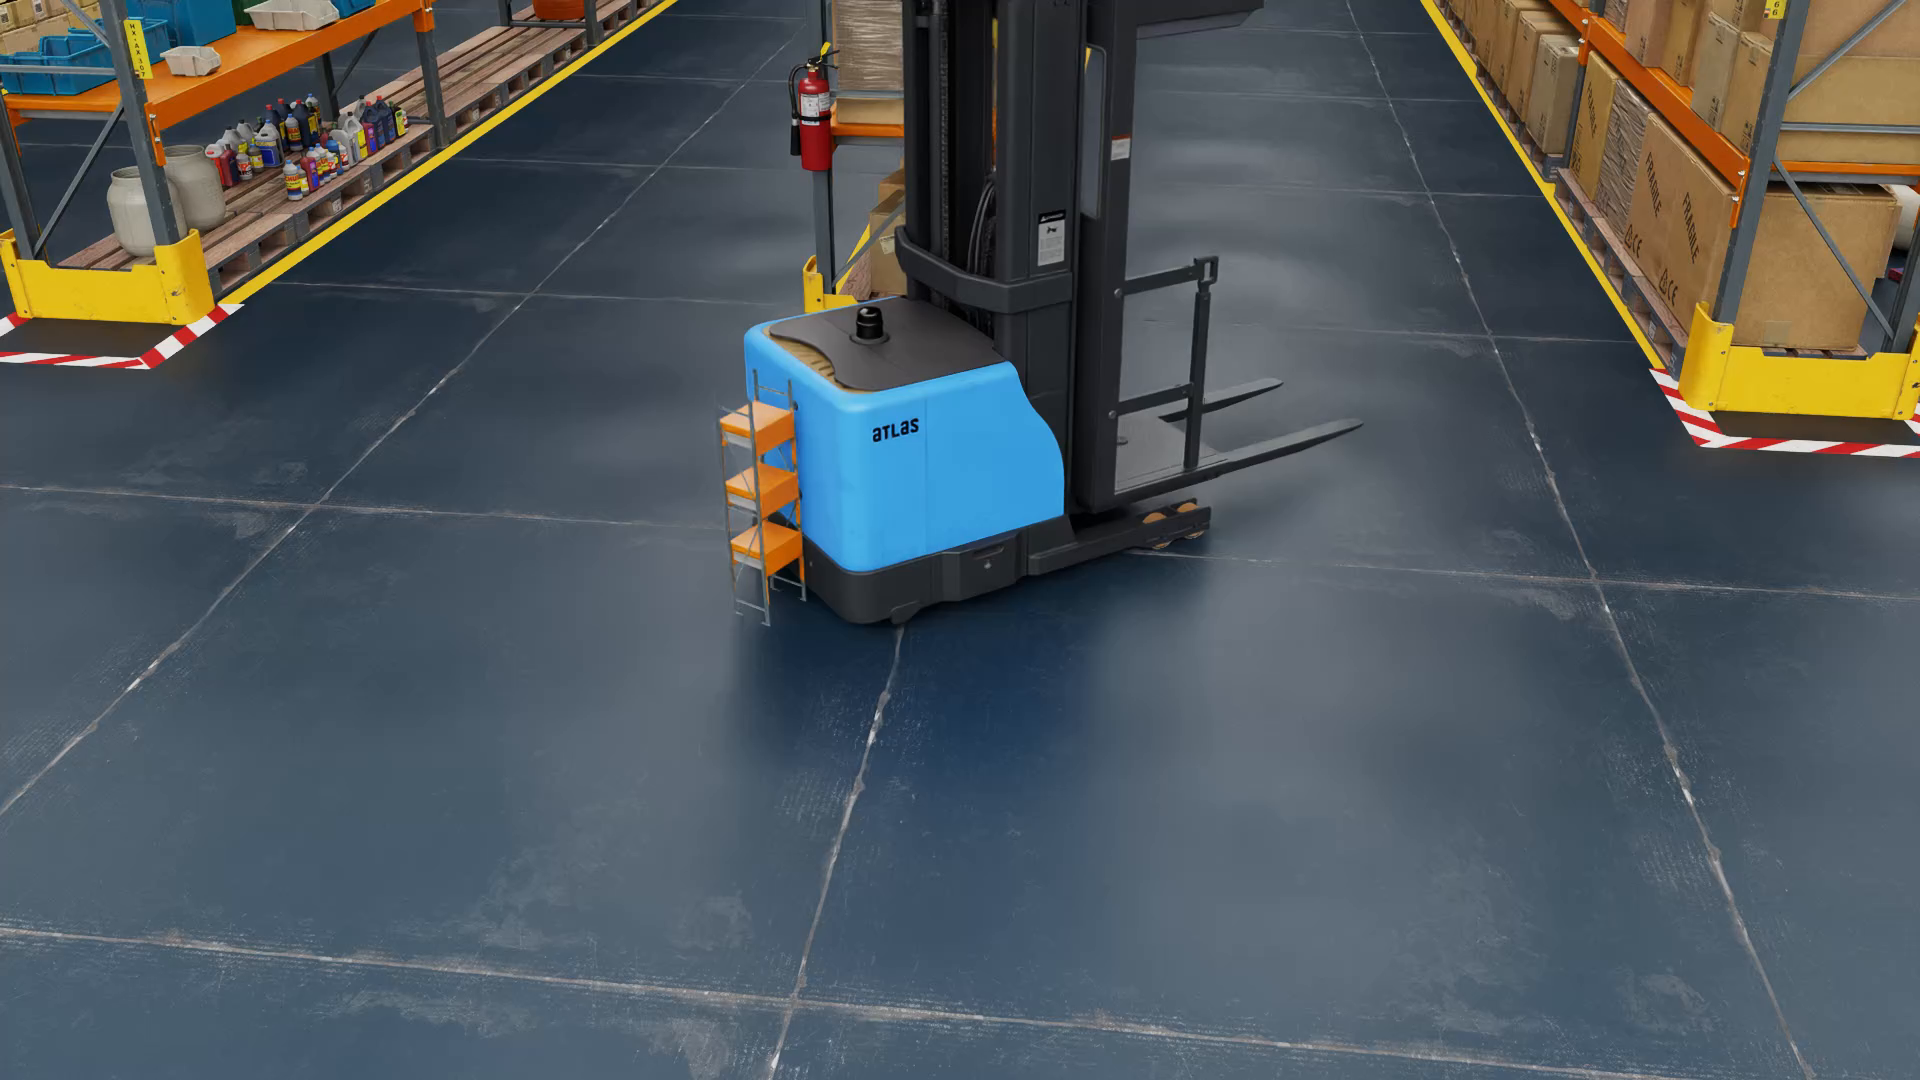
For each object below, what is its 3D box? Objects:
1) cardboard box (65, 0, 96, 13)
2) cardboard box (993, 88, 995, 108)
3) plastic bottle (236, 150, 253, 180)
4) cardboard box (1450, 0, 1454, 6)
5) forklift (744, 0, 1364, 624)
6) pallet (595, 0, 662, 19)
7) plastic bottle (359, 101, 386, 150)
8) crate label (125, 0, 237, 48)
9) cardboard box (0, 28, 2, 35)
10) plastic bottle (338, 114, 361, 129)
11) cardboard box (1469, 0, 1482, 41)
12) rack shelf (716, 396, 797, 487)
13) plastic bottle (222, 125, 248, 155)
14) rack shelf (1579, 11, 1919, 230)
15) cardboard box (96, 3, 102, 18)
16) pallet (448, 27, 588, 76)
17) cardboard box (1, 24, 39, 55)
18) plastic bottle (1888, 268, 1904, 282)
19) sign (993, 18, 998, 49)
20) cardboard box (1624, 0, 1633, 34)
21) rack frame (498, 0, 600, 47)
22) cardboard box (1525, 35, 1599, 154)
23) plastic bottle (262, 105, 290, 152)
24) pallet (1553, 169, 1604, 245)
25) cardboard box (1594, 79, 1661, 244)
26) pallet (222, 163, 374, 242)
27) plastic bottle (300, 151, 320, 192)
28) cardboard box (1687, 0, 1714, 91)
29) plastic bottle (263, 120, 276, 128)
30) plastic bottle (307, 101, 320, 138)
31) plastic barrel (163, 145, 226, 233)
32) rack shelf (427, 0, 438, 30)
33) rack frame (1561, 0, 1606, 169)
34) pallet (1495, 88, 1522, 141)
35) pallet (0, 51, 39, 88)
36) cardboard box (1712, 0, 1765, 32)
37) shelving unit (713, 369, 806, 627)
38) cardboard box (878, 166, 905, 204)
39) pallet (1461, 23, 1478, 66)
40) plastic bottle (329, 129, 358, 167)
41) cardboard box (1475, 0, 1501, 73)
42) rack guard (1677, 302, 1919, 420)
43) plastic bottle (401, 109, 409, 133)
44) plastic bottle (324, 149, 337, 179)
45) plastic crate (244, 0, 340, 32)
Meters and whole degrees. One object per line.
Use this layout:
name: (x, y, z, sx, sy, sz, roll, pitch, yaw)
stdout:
cardboard box: (-9.049, -5.483, 16.630, 0.500, 0.311, 0.500, 3, 28, 5)
cardboard box: (0.000, -2.551, 9.587, 0.380, 0.149, 0.250, 3, 28, 6)
plastic bottle: (-5.246, -2.748, 12.174, 0.097, 0.201, 0.097, 0, 28, 0)
cardboard box: (5.592, -5.993, 17.903, 0.500, 0.500, 0.500, 4, 29, 7)
forklift: (0.574, -1.444, 7.340, 3.031, 2.935, 1.130, -16, 32, -27)
pallet: (-4.049, -6.196, 19.029, 1.003, 0.211, 1.213, 3, 28, 6)
plastic bottle: (-4.563, -3.212, 12.879, 0.144, 0.351, 0.185, 2, 28, 4)
crate label: (-5.280, -3.610, 11.251, 0.502, 0.435, 0.616, 3, 28, 6)
cardboard box: (-9.236, -4.765, 15.297, 0.500, 0.311, 0.500, 2, 28, 5)
plastic bottle: (-4.713, -3.176, 12.891, 0.152, 0.276, 0.135, 3, 28, 6)
cardboard box: (5.391, -5.264, 16.550, 0.500, 0.500, 0.500, 3, 28, 6)
rack shelf: (-0.832, -0.405, 6.814, 0.215, 0.259, 0.240, 18, 34, 30)
plastic bottle: (-5.355, -2.890, 12.281, 0.144, 0.351, 0.185, 5, 29, 8)
rack shelf: (4.834, -2.713, 10.382, 1.077, 0.370, 4.000, 3, 28, 6)
cardboard box: (-8.994, -5.480, 17.216, 0.500, 0.250, 0.500, 4, 29, 7)
pallet: (-4.390, -4.888, 16.600, 1.003, 0.211, 1.213, 3, 28, 6)
cardboard box: (-9.179, -4.758, 15.876, 0.500, 0.250, 0.500, 4, 29, 7)
plastic bottle: (6.271, -1.748, 10.929, 0.283, 0.061, 0.133, -6, 29, -11)
sign: (0.217, -2.774, 8.824, 0.100, 0.325, 0.005, 3, 28, 6)
cardboard box: (5.001, -3.603, 11.117, 0.875, 0.550, 0.550, 3, 28, 6)
rack frame: (-4.256, -6.478, 16.612, 1.000, 3.000, 0.127, 3, 28, 6)
cardboard box: (5.066, -3.463, 12.945, 1.050, 0.750, 0.750, 3, 28, 6)
plastic bottle: (-5.280, -3.178, 12.815, 0.144, 0.351, 0.185, 2, 28, 4)
pallet: (4.908, -2.390, 11.964, 1.003, 0.211, 1.213, 3, 28, 6)
cardboard box: (4.826, -2.504, 11.033, 0.875, 0.875, 0.875, 4, 29, 7)
pallet: (-5.017, -2.478, 12.127, 1.003, 0.211, 1.213, 3, 28, 6)
plastic bottle: (-4.659, -2.651, 11.908, 0.061, 0.283, 0.133, 4, 29, 7)
cardboard box: (4.829, -2.848, 9.716, 0.875, 0.550, 0.550, 3, 28, 6)
plastic bottle: (-5.261, -3.071, 12.701, 0.097, 0.271, 0.097, 0, 28, 0)
plastic bottle: (-5.127, -3.309, 13.129, 0.061, 0.283, 0.133, 3, 28, 6)
plastic barrel: (-5.171, -2.352, 11.133, 0.421, 0.512, 0.421, 0, 28, 0)
rack shelf: (-4.502, -5.220, 15.035, 1.077, 0.370, 4.000, 3, 28, 6)
rack frame: (5.079, -3.971, 11.959, 1.000, 3.000, 0.127, 3, 28, 6)
pallet: (5.246, -3.687, 14.372, 1.003, 0.211, 1.213, 3, 28, 6)
pallet: (-9.464, -4.582, 16.032, 1.003, 0.211, 1.213, 3, 28, 6)
cardboard box: (4.649, -3.067, 8.983, 0.875, 0.550, 0.550, 3, 28, 6)
shelving unit: (-0.829, -0.167, 6.948, 0.215, 1.050, 0.252, 18, 34, 30)
cardboard box: (-0.189, -2.085, 10.650, 0.500, 0.500, 0.500, 11, 30, 19)
pallet: (5.667, -4.994, 16.798, 1.003, 0.211, 1.213, 3, 28, 6)
plastic bottle: (-4.626, -2.951, 12.473, 0.152, 0.276, 0.135, 4, 29, 7)
cardboard box: (5.405, -4.767, 15.366, 1.050, 0.750, 0.750, 3, 28, 6)
rack guard: (4.586, -0.977, 9.036, 1.175, 0.500, 0.348, 3, 28, 6)
plastic bottle: (-4.482, -3.368, 13.325, 0.097, 0.201, 0.097, 0, 28, 0)
plastic bottle: (-4.639, -2.764, 12.205, 0.097, 0.201, 0.097, 0, 28, 0)
plastic crate: (-4.694, -3.700, 11.733, 0.530, 0.136, 0.437, 3, 28, 6)
